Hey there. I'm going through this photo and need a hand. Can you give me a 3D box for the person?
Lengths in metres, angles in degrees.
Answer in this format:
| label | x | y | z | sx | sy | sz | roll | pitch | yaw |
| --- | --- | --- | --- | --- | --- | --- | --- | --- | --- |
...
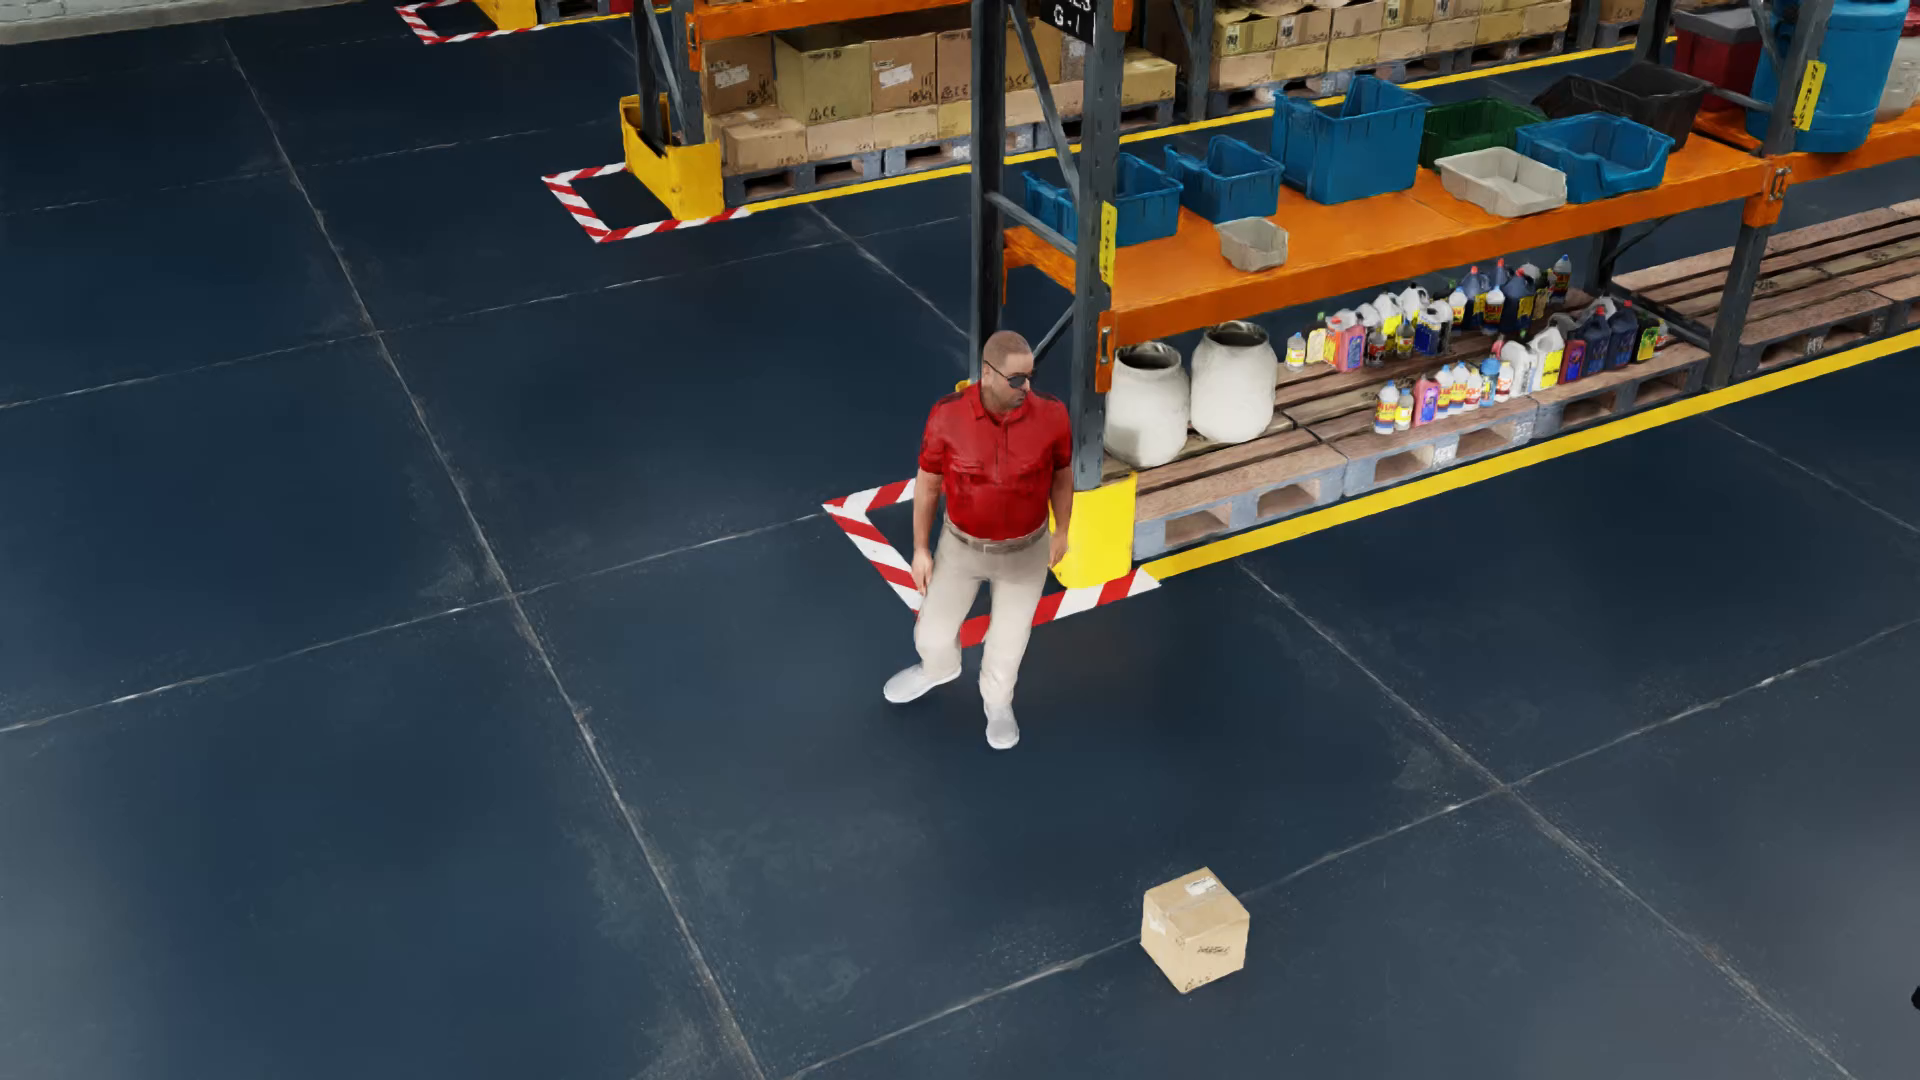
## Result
| label | x | y | z | sx | sy | sz | roll | pitch | yaw |
| --- | --- | --- | --- | --- | --- | --- | --- | --- | --- |
| person | 0.055 | -0.002 | 6.128 | 0.719 | 1.718 | 0.487 | 0 | 33 | 0 |
